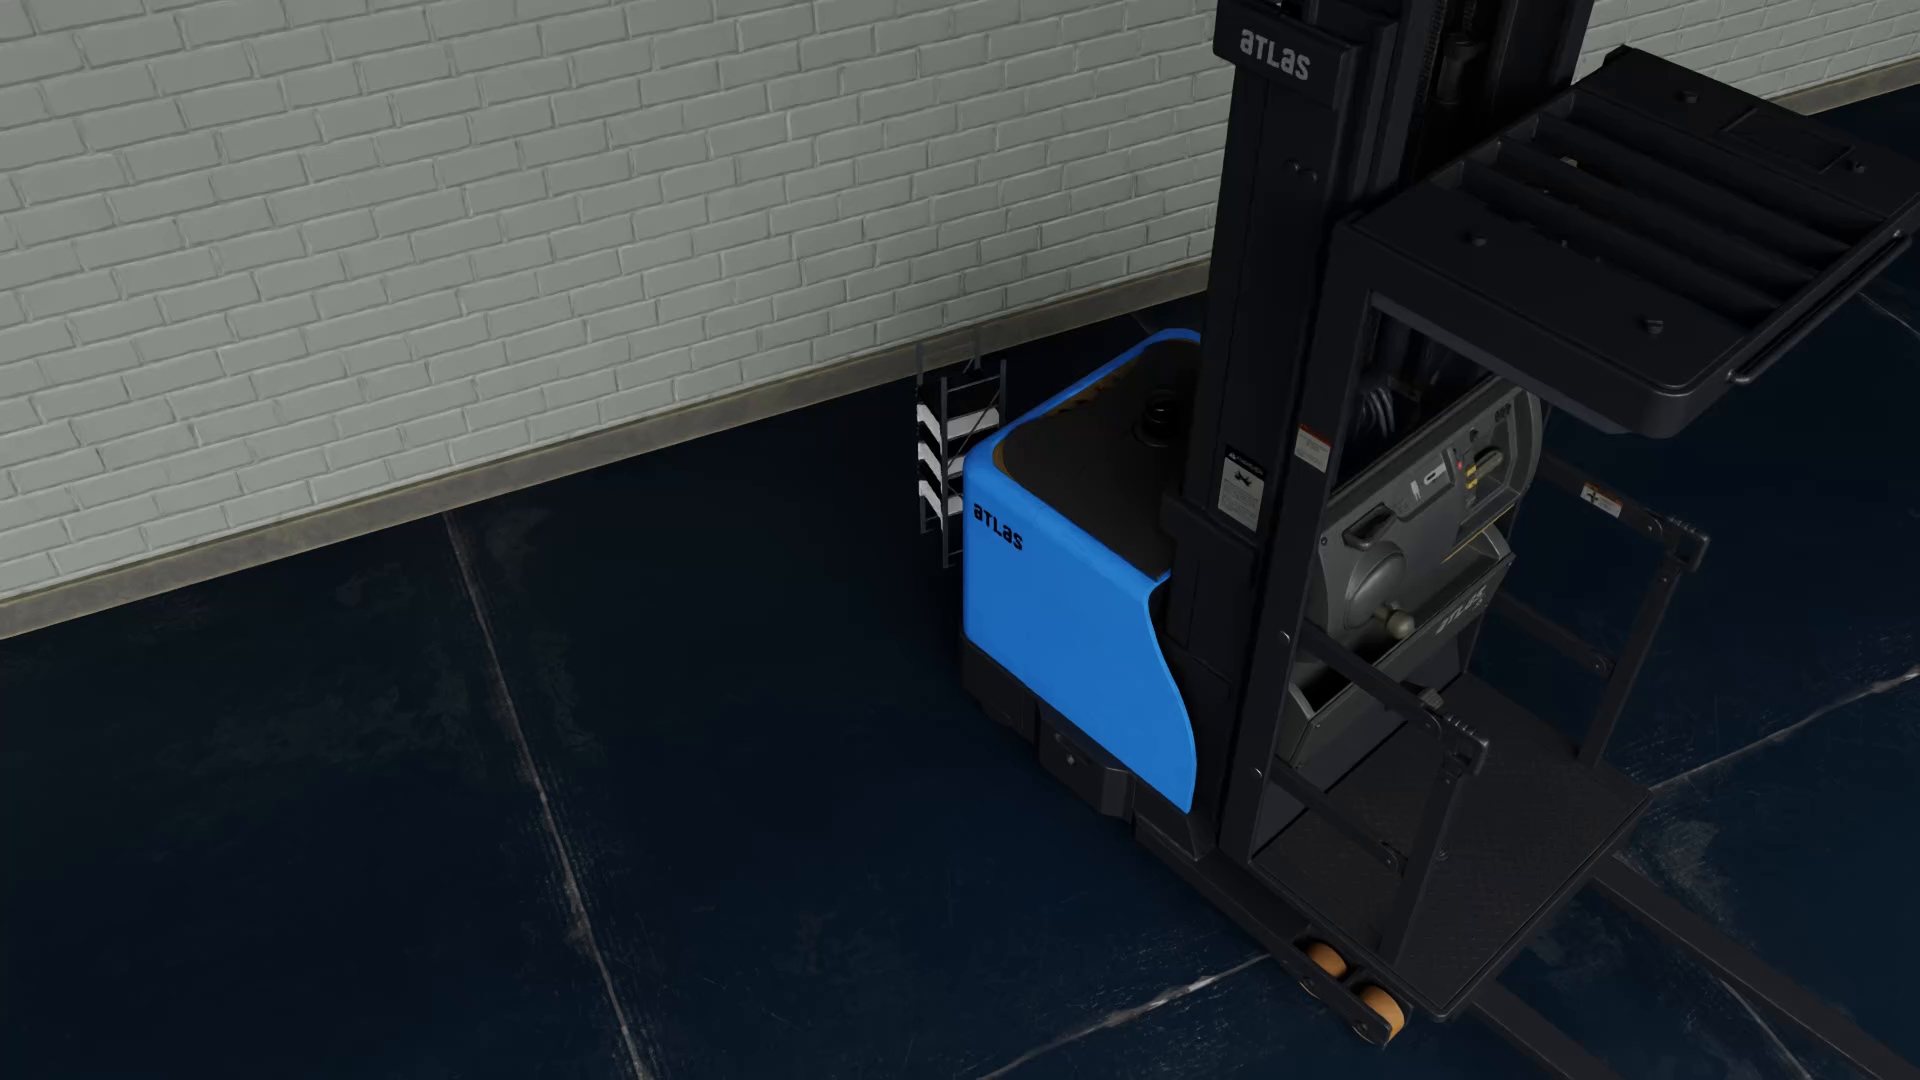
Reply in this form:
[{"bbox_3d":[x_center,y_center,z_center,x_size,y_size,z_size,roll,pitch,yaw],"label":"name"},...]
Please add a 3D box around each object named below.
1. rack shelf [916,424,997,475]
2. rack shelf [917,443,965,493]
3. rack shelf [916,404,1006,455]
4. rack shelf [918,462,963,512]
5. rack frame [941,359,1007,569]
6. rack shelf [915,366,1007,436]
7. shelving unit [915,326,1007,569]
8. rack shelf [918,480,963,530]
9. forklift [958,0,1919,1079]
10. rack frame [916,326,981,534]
[{"bbox_3d":[0.003,-0.355,5.889,0.258,0.077,0.200,-18,47,-17],"label":"rack shelf"},{"bbox_3d":[0.003,-0.291,5.952,0.258,0.077,0.200,-18,47,-17],"label":"rack shelf"},{"bbox_3d":[0.003,-0.420,5.826,0.258,0.077,0.200,-18,47,-17],"label":"rack shelf"},{"bbox_3d":[0.003,-0.227,6.015,0.258,0.077,0.200,-18,47,-17],"label":"rack shelf"},{"bbox_3d":[0.046,-0.250,5.863,0.240,0.900,0.006,-18,47,-17],"label":"rack frame"},{"bbox_3d":[0.003,-0.484,5.762,0.258,0.077,0.200,-18,47,-17],"label":"rack shelf"},{"bbox_3d":[0.003,-0.315,5.929,0.258,0.900,0.210,-18,47,-17],"label":"shelving unit"},{"bbox_3d":[0.003,-0.163,6.079,0.258,0.077,0.200,-18,47,-17],"label":"rack shelf"},{"bbox_3d":[1.362,-0.011,4.175,1.130,2.935,3.031,-33,53,-29],"label":"forklift"},{"bbox_3d":[-0.039,-0.380,5.994,0.240,0.900,0.006,-18,47,-17],"label":"rack frame"}]
